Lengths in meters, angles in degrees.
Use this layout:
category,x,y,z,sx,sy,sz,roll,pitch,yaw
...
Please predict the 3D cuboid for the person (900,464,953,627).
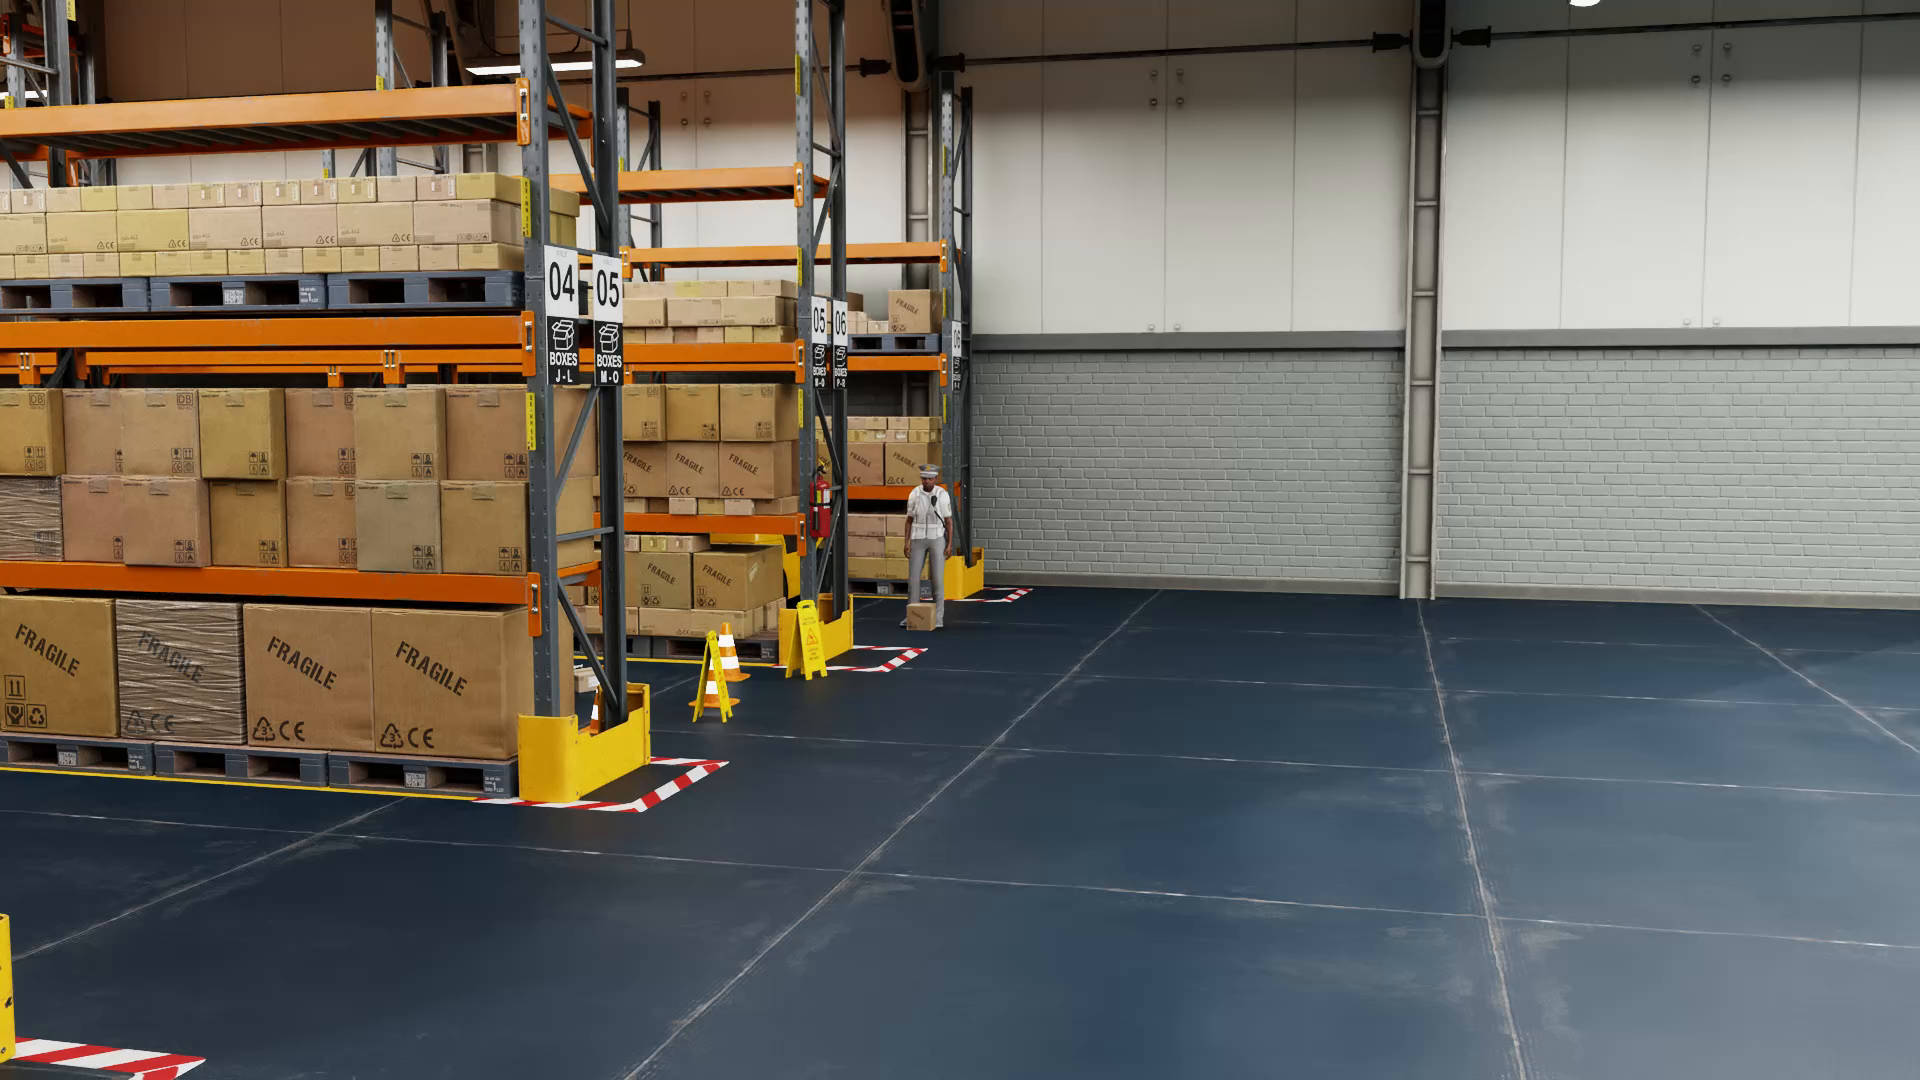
category,x,y,z,sx,sy,sz,roll,pitch,yaw
person,-0.337,0.051,16.947,0.532,1.662,0.396,1,5,10
